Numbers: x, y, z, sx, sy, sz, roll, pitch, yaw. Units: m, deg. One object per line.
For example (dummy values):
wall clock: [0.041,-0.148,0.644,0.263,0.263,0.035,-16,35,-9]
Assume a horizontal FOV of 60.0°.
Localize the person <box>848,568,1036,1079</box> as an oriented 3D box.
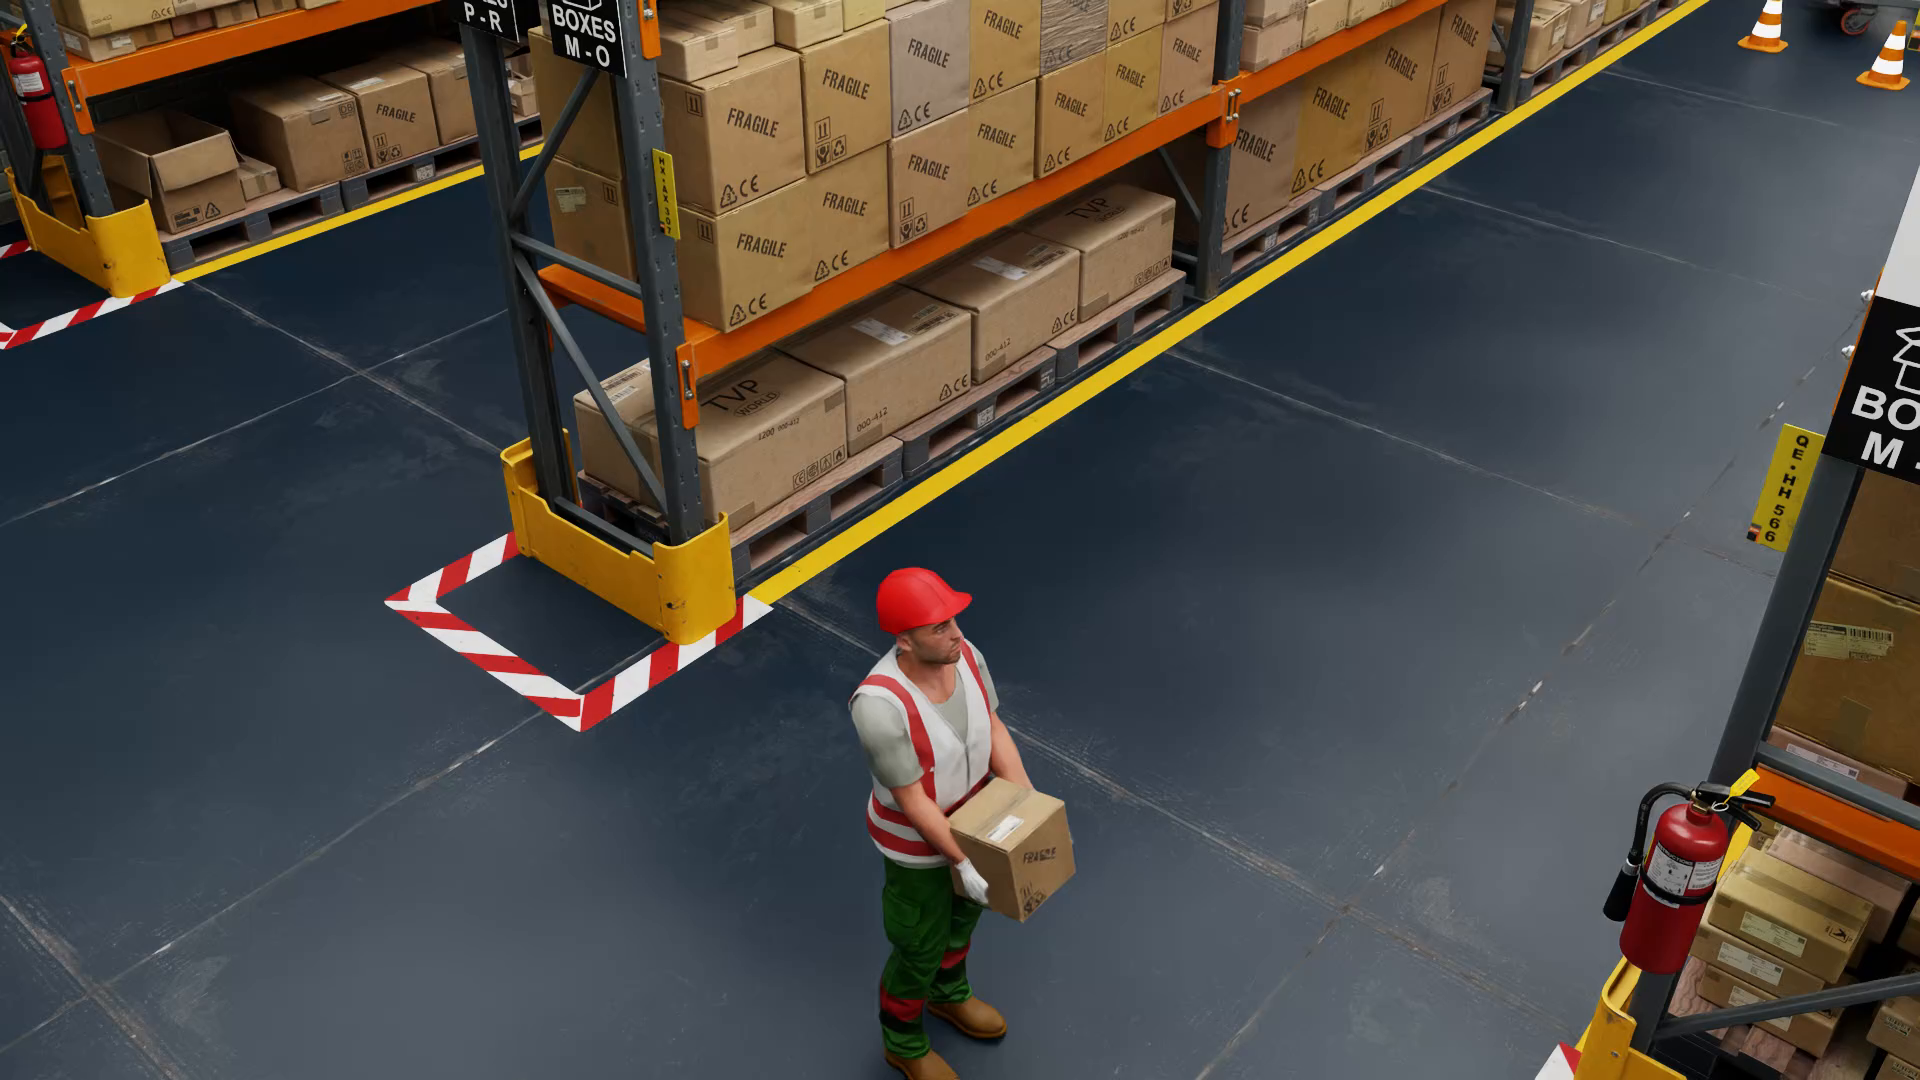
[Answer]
person: [0.007,0.879,4.853,0.556,1.792,0.506,22,40,28]
